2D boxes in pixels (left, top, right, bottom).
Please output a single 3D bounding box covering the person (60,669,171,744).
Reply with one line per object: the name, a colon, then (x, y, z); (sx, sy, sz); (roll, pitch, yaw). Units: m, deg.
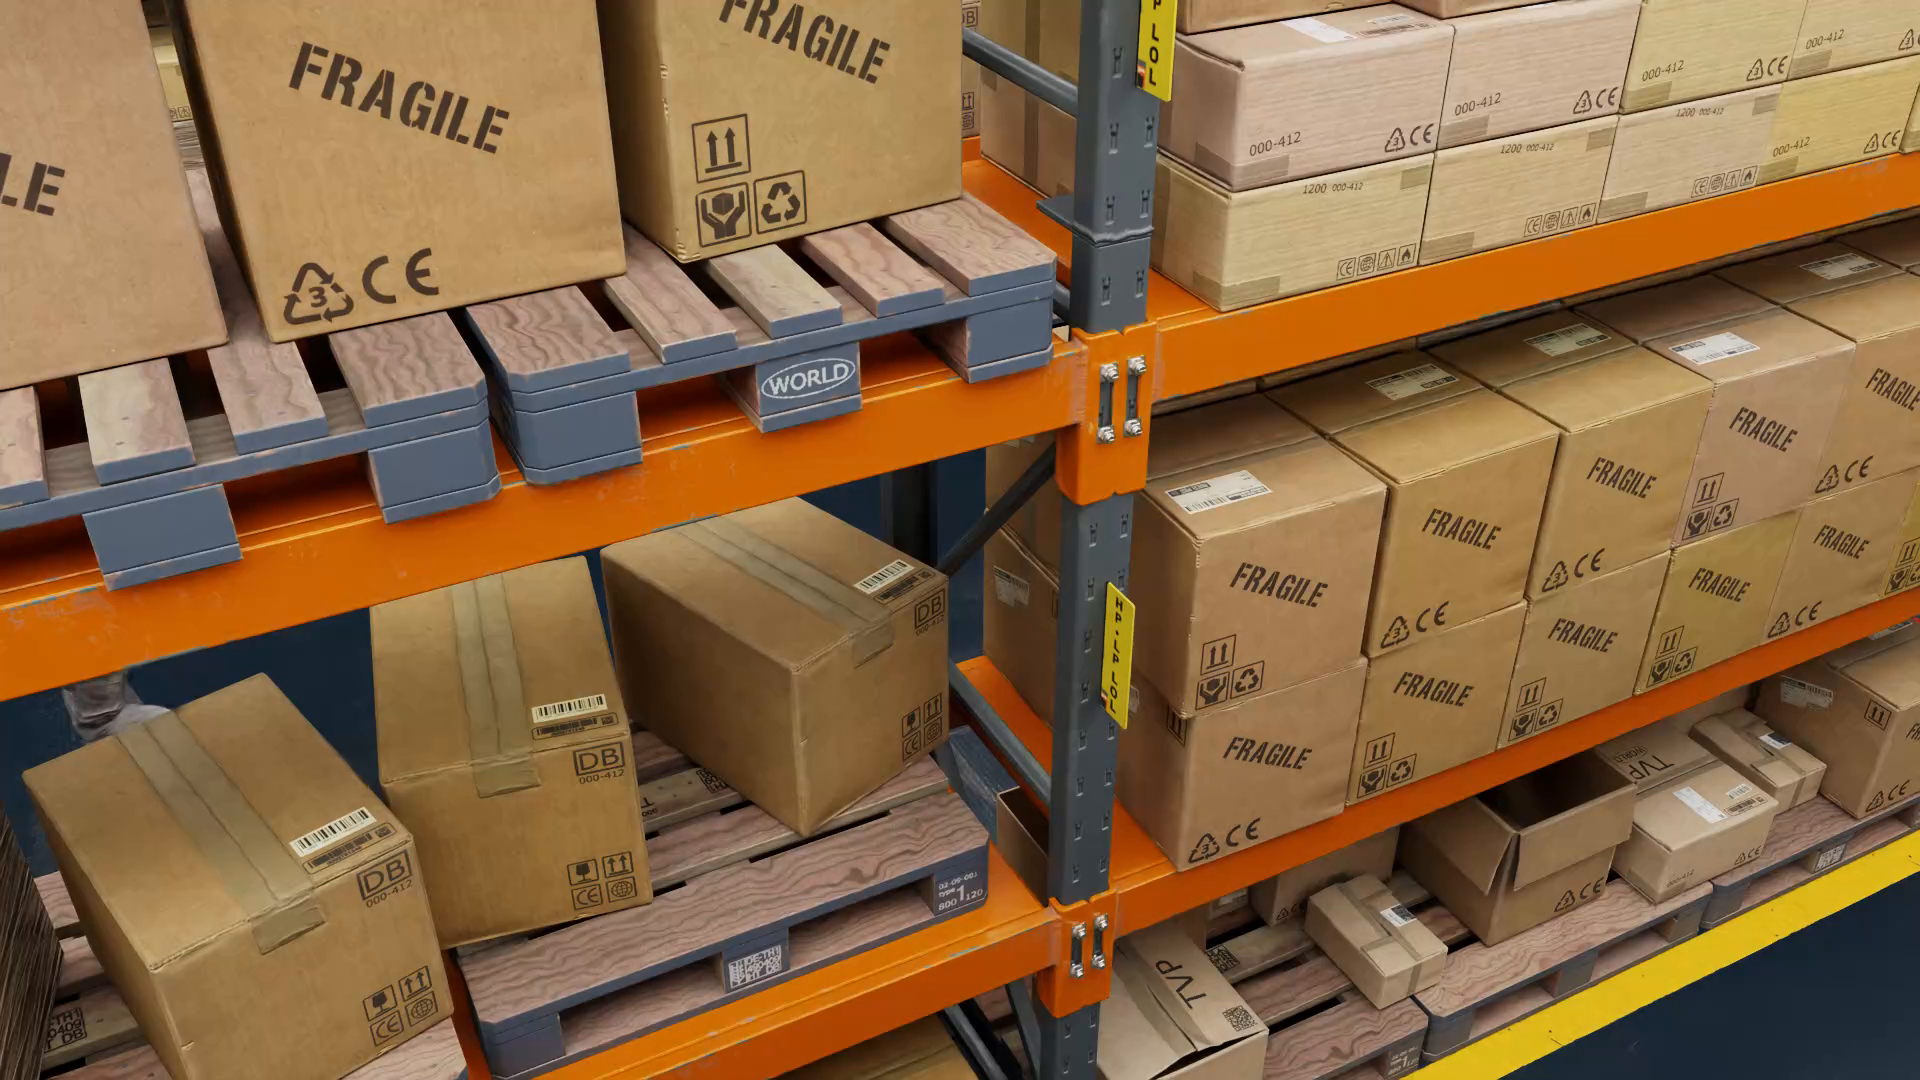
person: (-2.923, 0.223, 5.736); (0.731, 1.767, 0.564); (-7, 33, -10)
